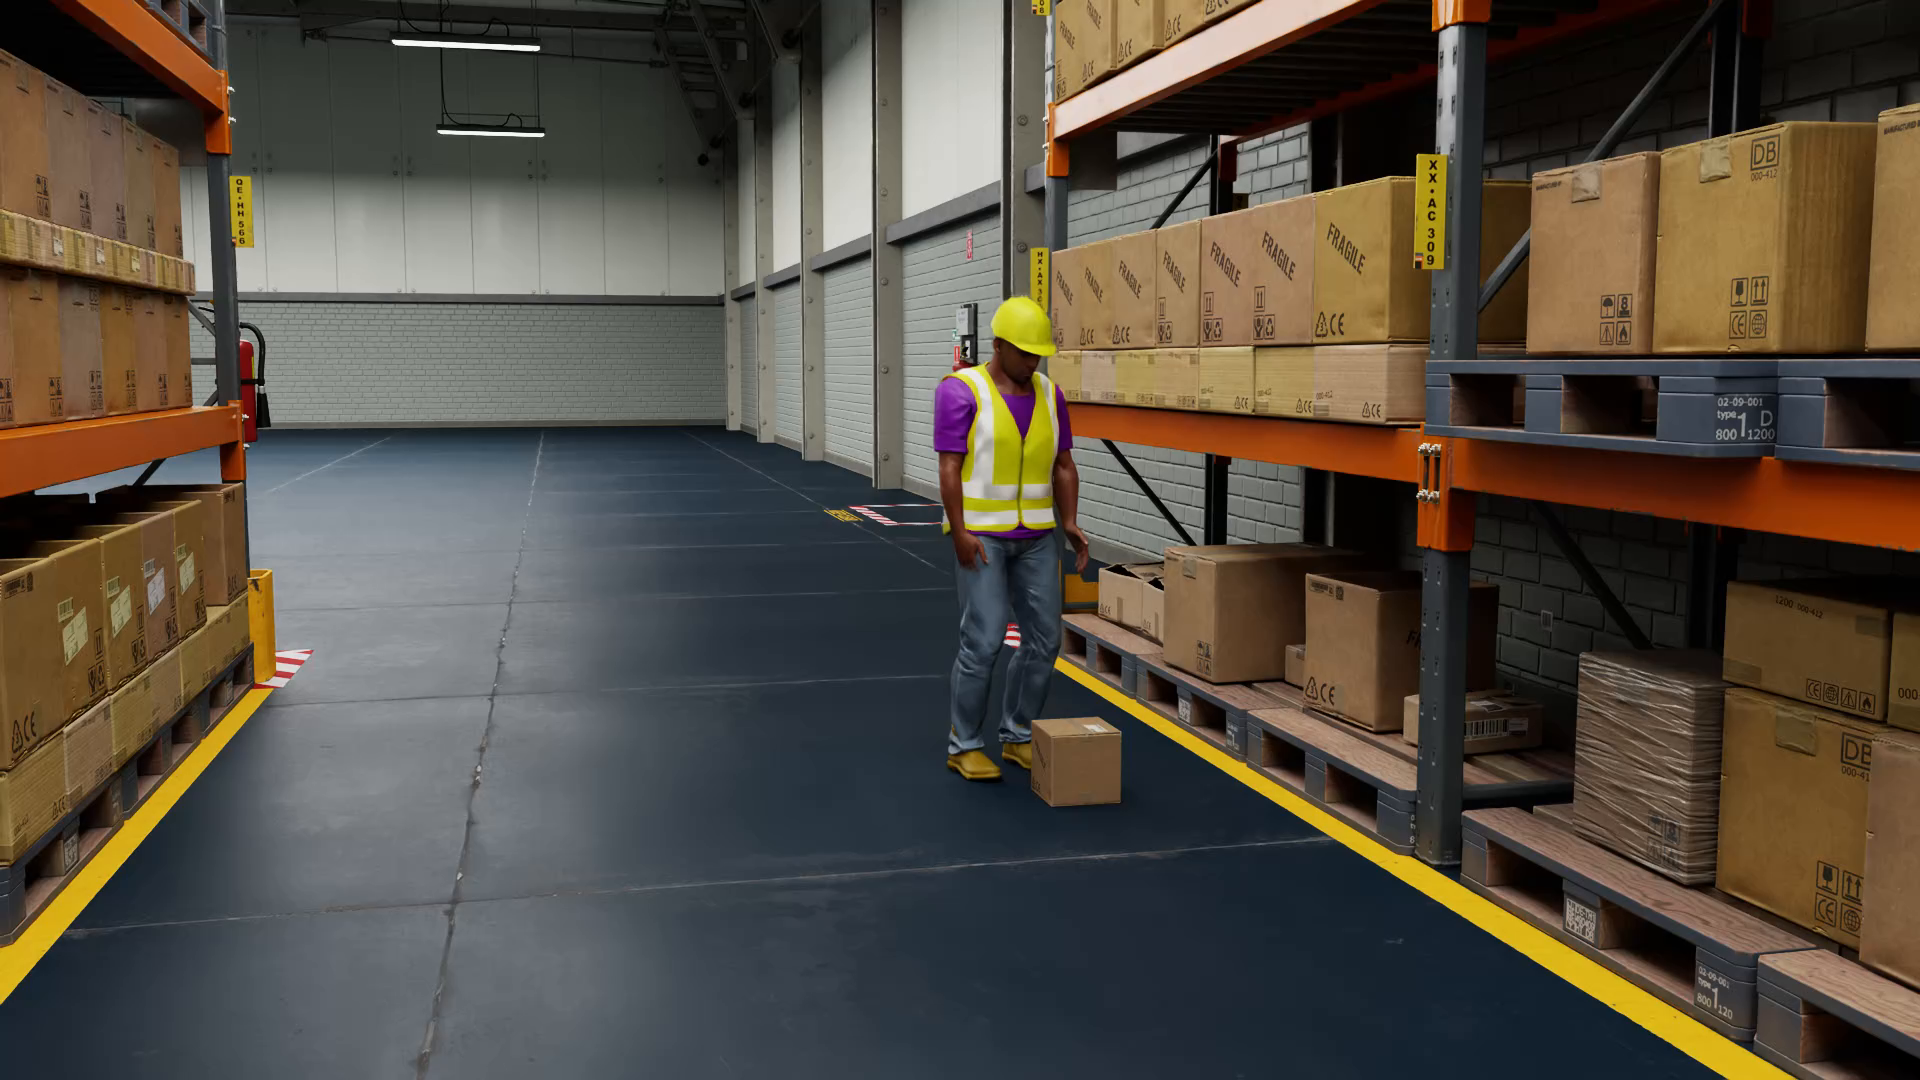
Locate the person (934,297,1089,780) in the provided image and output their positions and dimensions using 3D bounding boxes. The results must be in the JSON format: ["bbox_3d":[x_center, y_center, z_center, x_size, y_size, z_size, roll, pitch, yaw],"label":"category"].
[{"bbox_3d":[0.188,-0.012,6.094,0.581,1.737,0.409,-3,7,-29],"label":"person"}]
